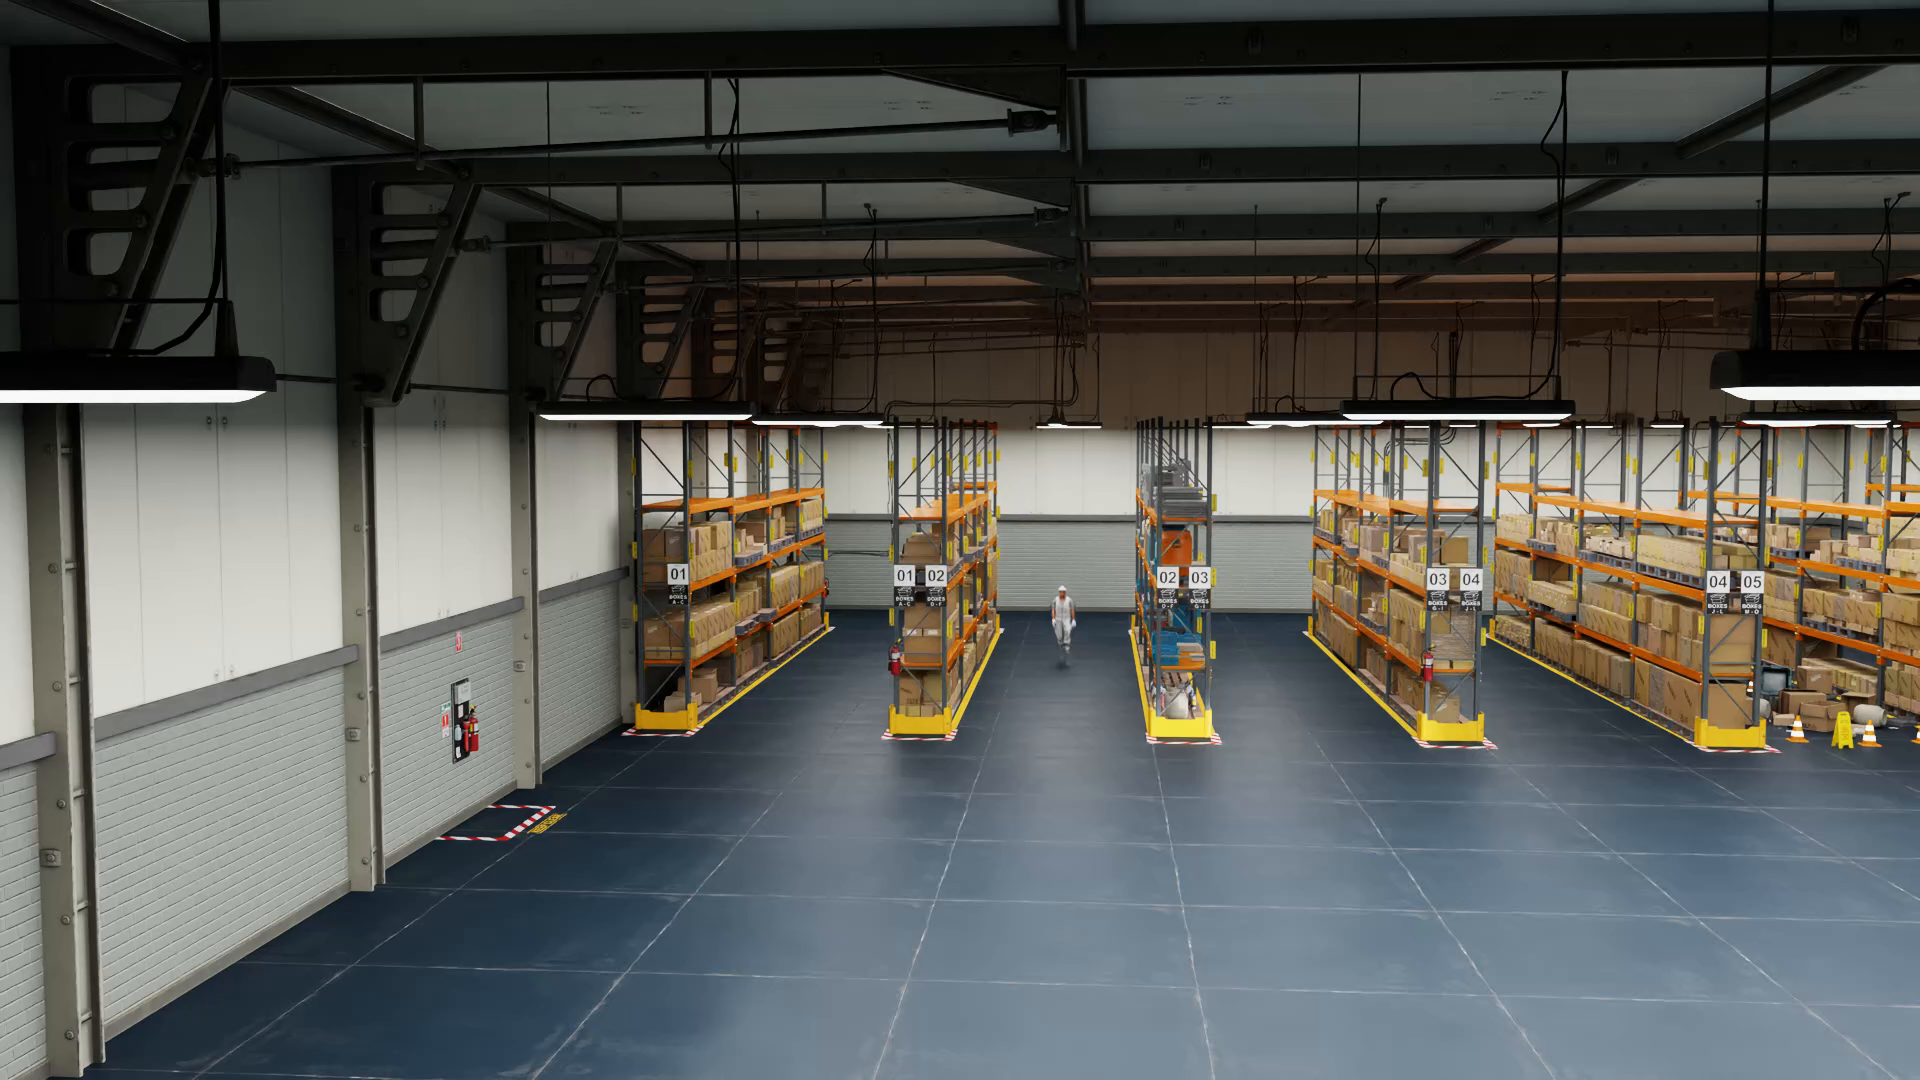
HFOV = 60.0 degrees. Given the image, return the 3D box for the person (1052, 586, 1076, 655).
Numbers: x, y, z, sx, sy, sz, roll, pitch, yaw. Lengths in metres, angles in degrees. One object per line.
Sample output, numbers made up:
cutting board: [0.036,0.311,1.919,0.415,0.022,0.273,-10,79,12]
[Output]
person: [2.534,1.950,40.836,0.587,1.643,0.940,1,4,12]
